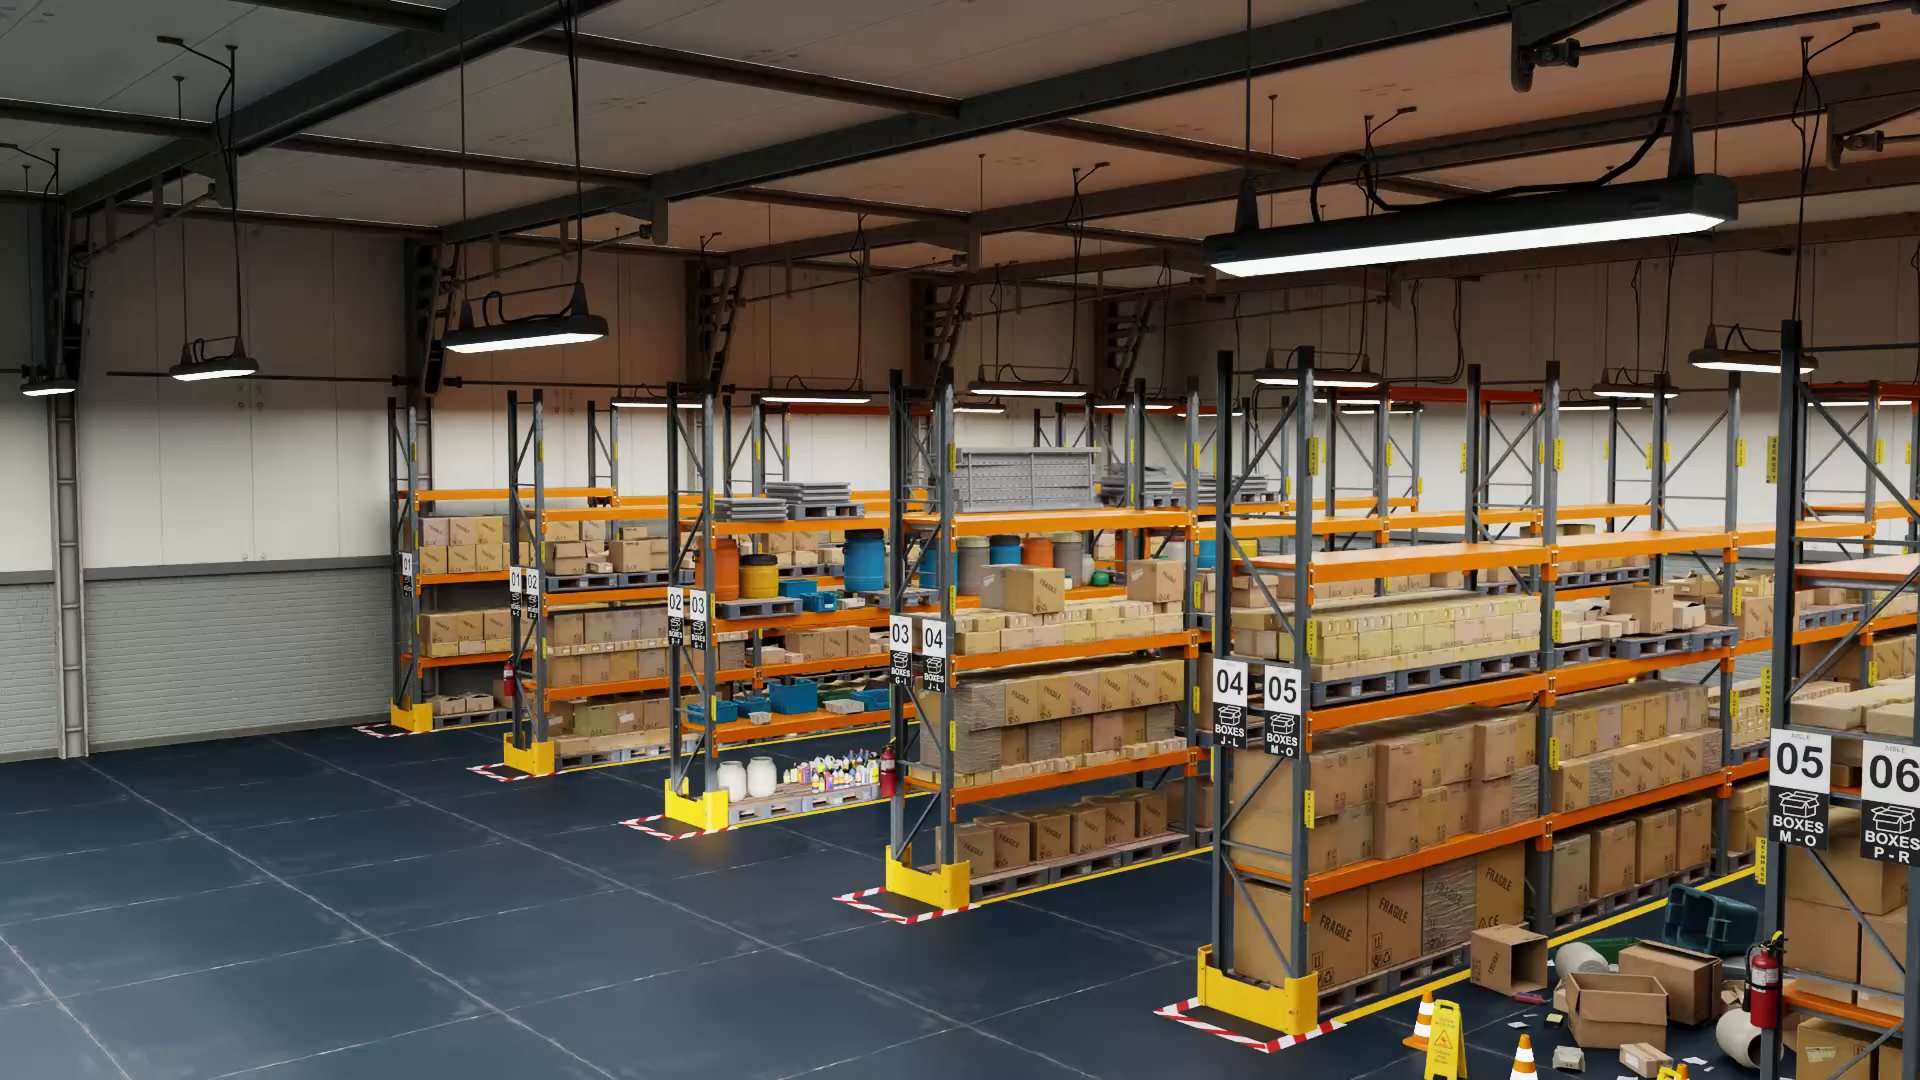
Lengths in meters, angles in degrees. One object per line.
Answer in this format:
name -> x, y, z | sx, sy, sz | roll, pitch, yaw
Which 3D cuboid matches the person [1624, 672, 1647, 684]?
person -> 10.542, 2.777, 25.738 | 0.830, 1.824, 0.681 | -3, 5, -42
